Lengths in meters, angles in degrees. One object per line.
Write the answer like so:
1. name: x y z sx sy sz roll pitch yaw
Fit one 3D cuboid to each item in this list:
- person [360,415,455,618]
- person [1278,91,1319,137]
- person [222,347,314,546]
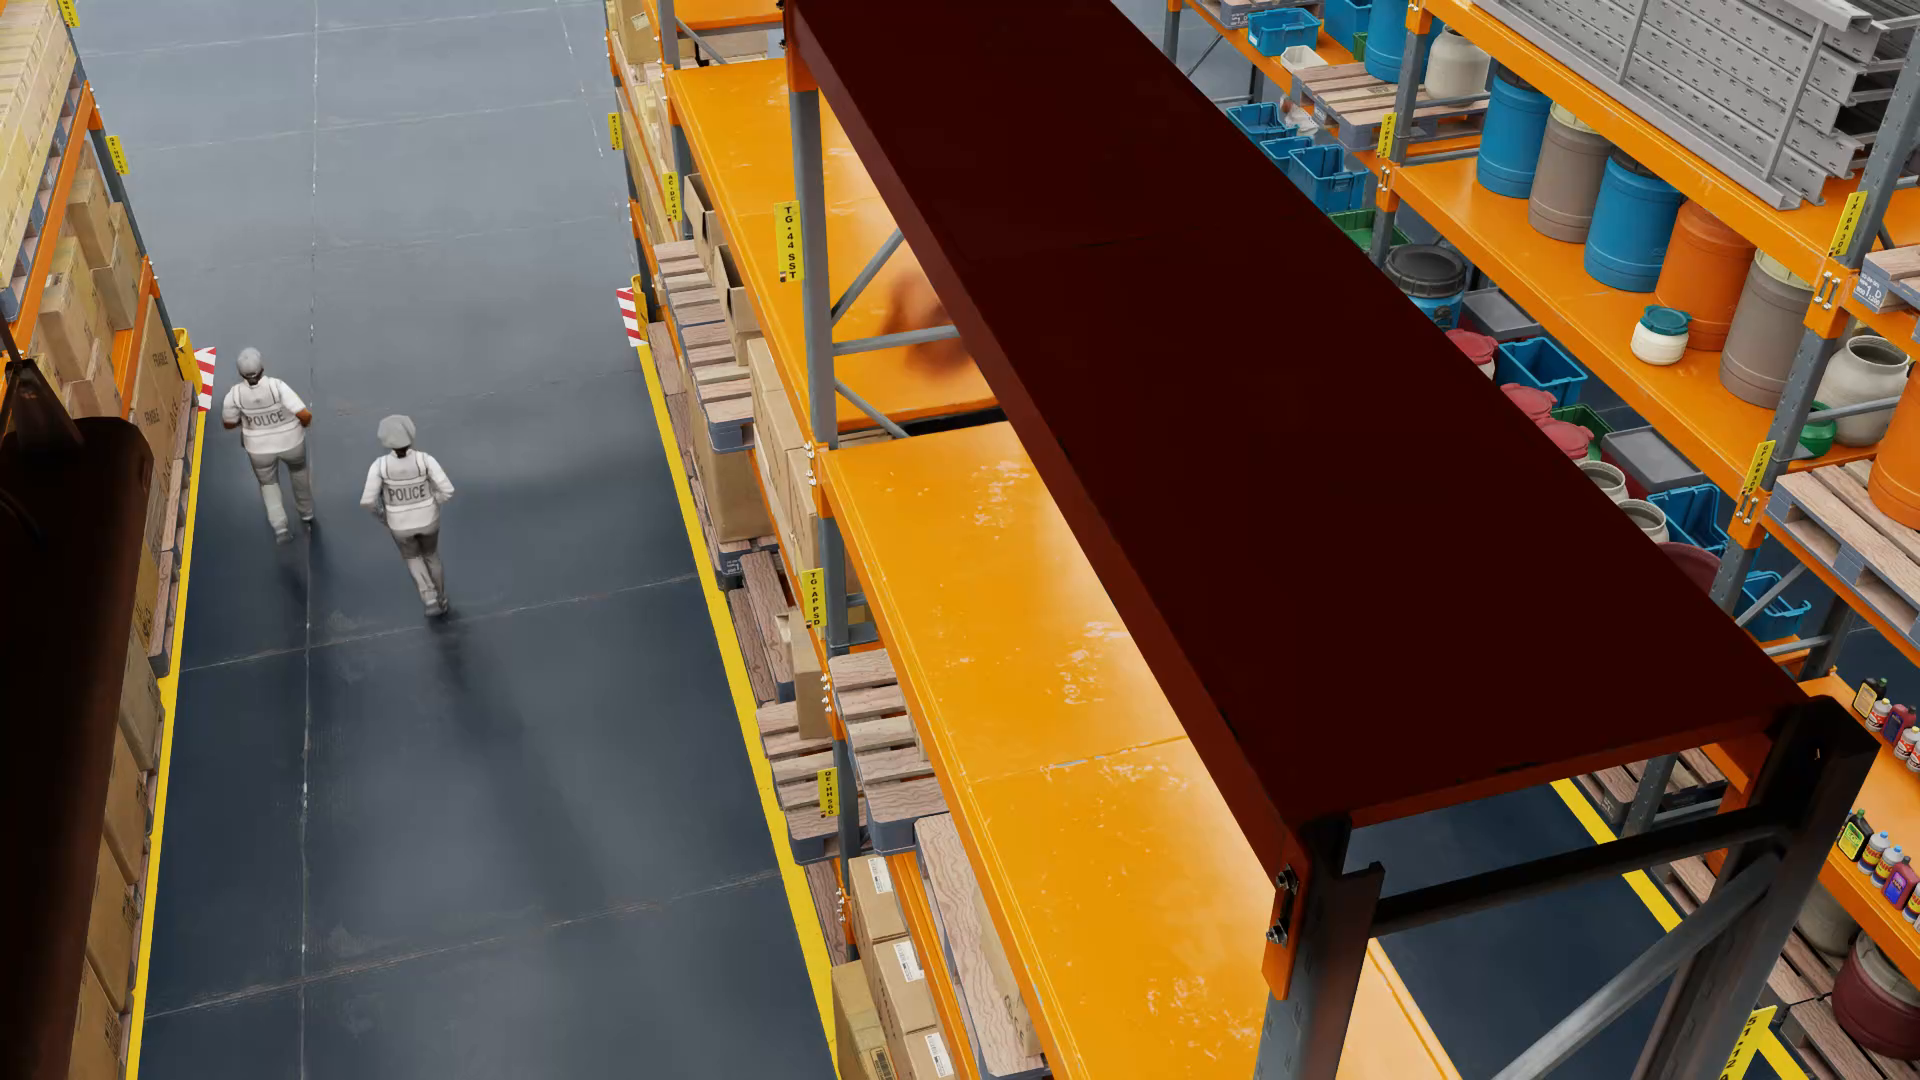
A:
1. person: -3.802 -0.078 11.613 0.626 1.669 0.621 -14 40 -17
2. person: 3.467 -4.159 16.689 0.706 1.771 0.860 -21 43 -24
3. person: -5.101 -0.704 12.403 0.620 1.626 0.823 -13 40 -16
